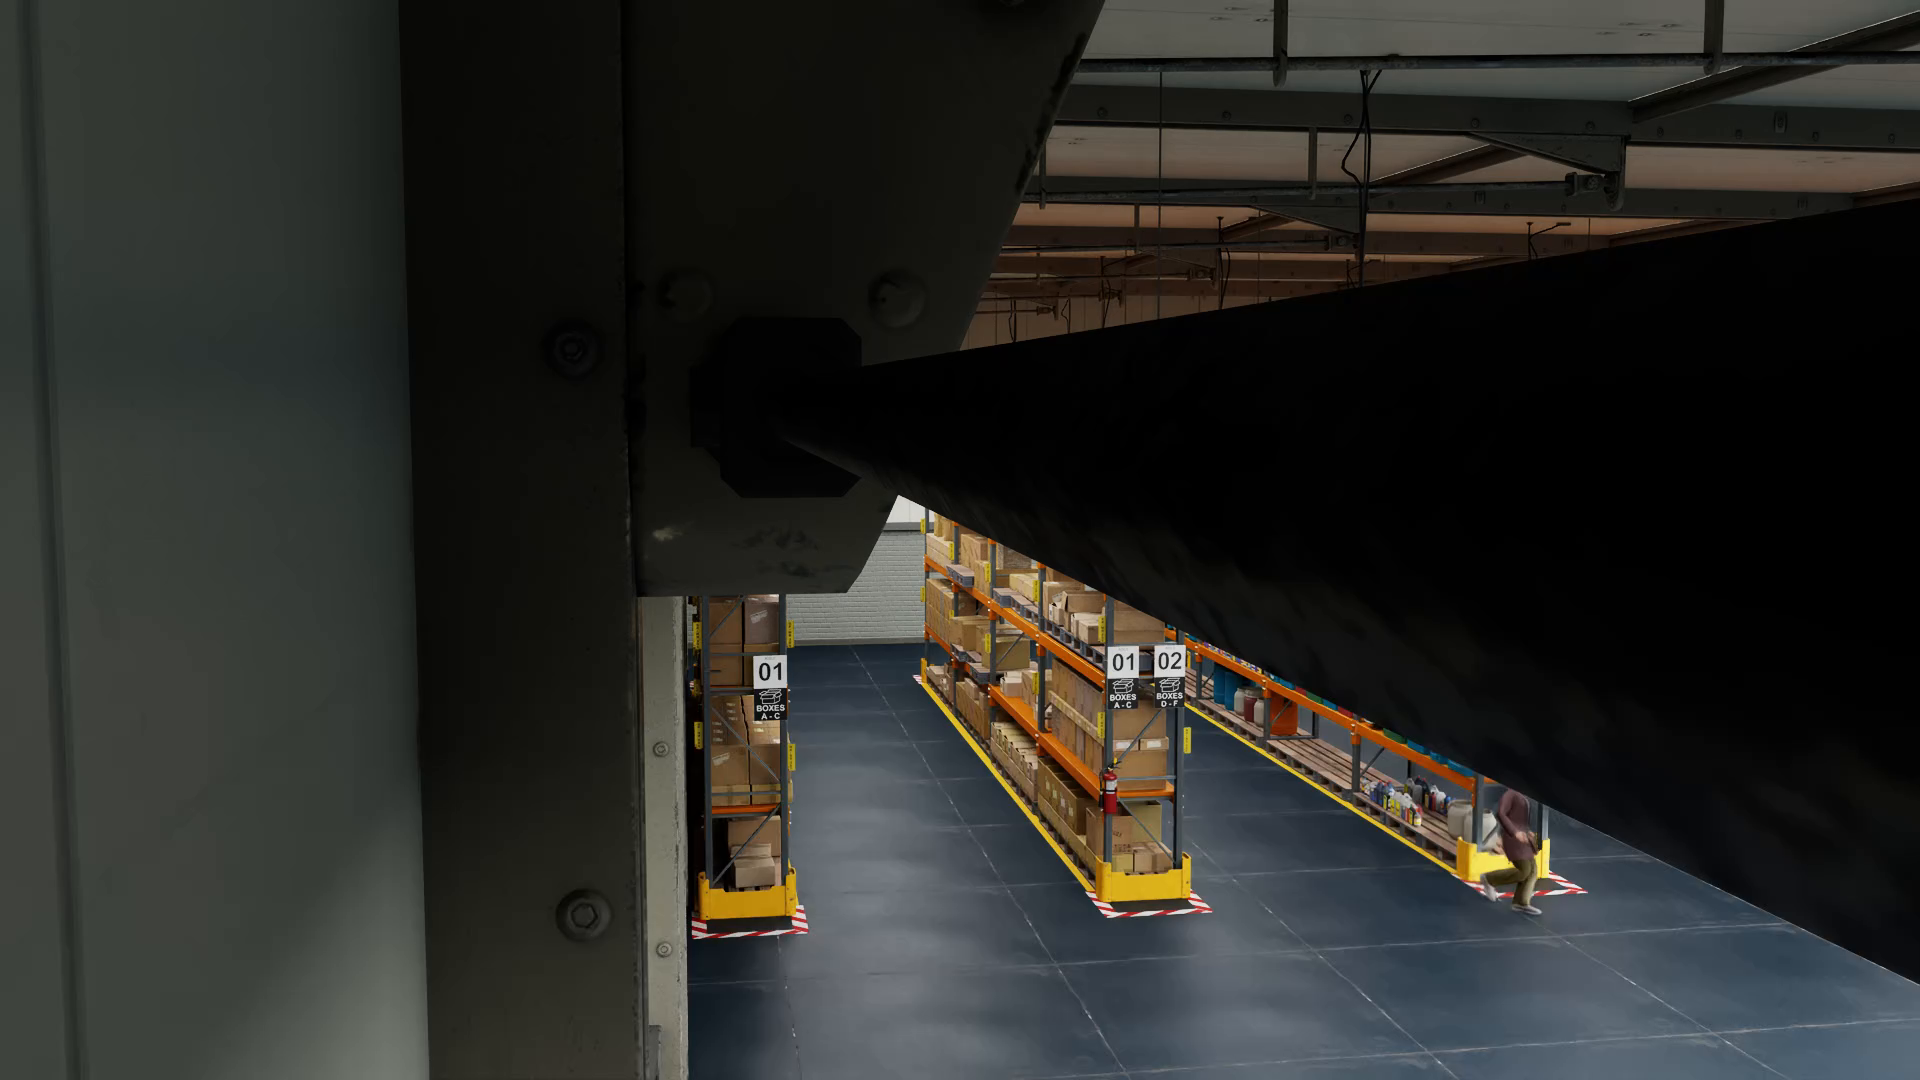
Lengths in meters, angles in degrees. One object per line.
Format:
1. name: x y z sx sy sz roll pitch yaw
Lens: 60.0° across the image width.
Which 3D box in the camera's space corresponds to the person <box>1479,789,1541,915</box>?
1. person: 6.850 3.675 20.479 0.757 1.703 0.761 3 6 32
